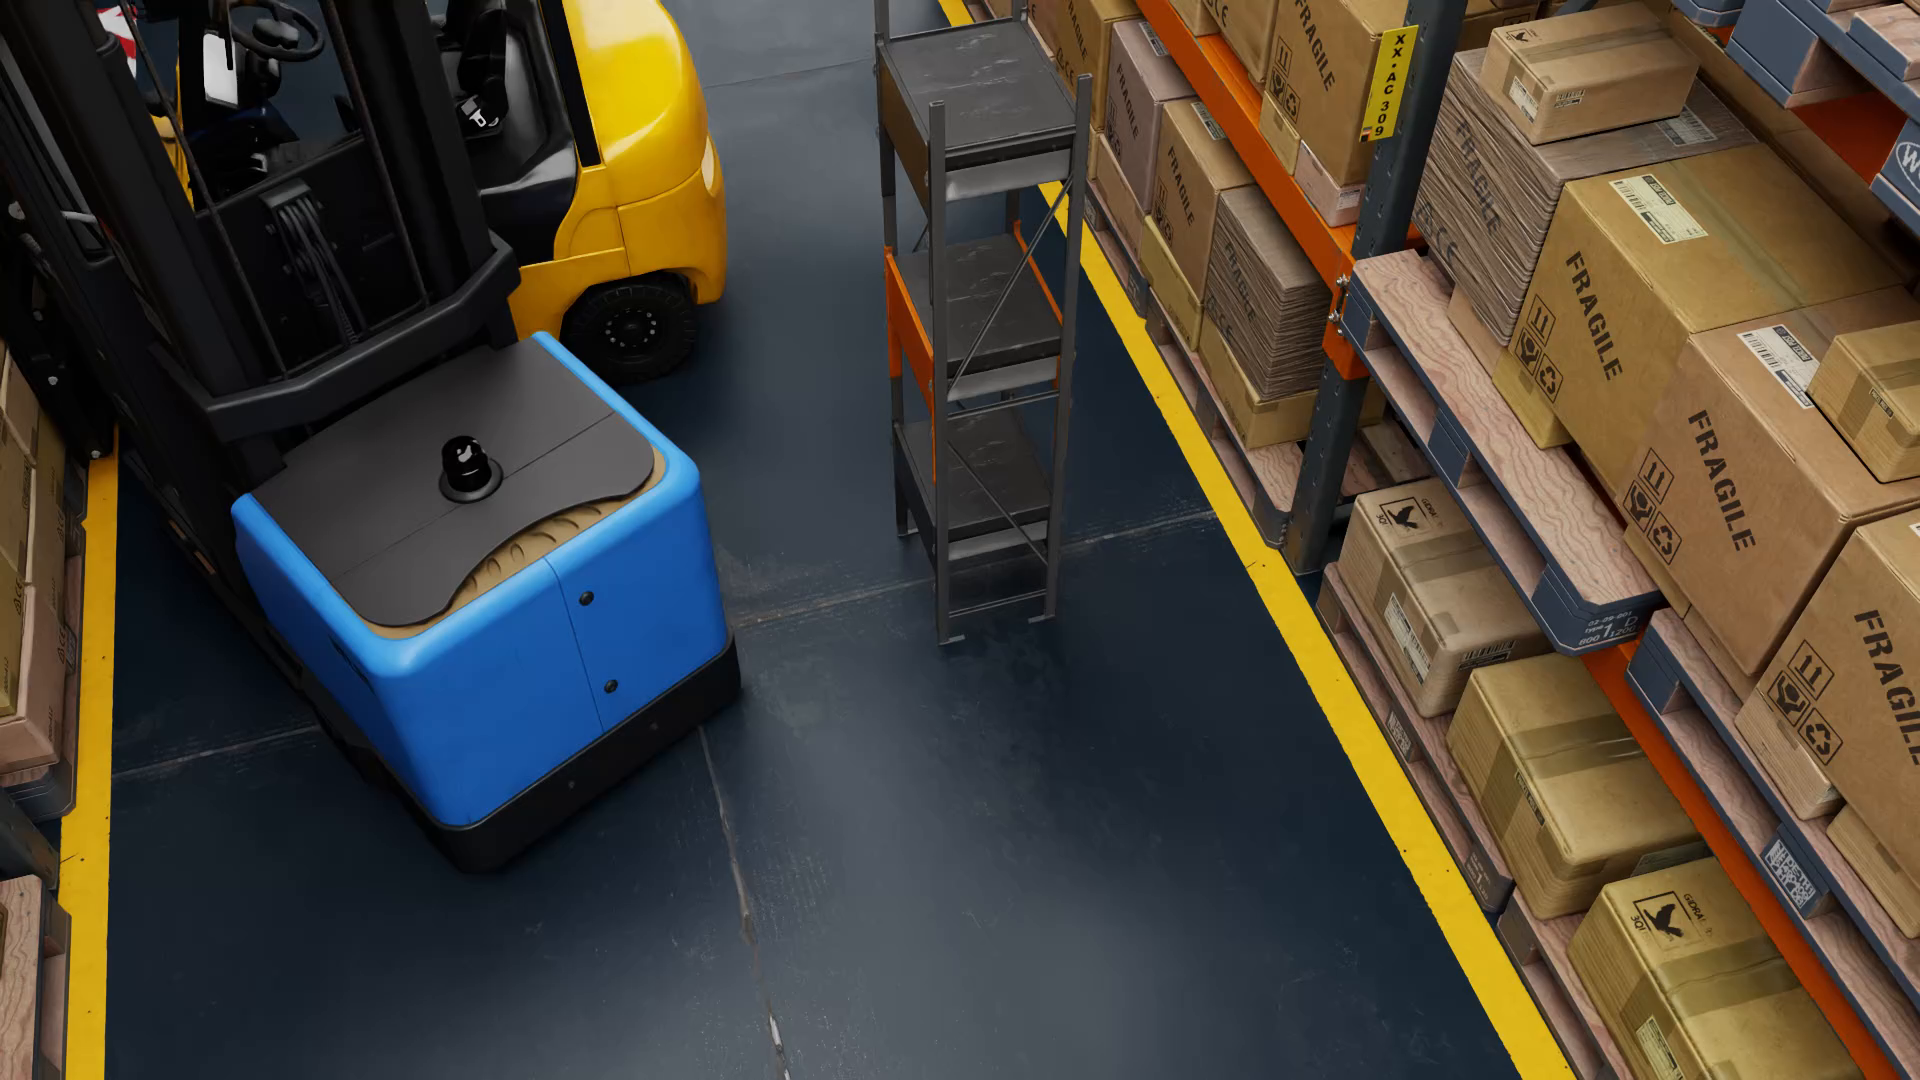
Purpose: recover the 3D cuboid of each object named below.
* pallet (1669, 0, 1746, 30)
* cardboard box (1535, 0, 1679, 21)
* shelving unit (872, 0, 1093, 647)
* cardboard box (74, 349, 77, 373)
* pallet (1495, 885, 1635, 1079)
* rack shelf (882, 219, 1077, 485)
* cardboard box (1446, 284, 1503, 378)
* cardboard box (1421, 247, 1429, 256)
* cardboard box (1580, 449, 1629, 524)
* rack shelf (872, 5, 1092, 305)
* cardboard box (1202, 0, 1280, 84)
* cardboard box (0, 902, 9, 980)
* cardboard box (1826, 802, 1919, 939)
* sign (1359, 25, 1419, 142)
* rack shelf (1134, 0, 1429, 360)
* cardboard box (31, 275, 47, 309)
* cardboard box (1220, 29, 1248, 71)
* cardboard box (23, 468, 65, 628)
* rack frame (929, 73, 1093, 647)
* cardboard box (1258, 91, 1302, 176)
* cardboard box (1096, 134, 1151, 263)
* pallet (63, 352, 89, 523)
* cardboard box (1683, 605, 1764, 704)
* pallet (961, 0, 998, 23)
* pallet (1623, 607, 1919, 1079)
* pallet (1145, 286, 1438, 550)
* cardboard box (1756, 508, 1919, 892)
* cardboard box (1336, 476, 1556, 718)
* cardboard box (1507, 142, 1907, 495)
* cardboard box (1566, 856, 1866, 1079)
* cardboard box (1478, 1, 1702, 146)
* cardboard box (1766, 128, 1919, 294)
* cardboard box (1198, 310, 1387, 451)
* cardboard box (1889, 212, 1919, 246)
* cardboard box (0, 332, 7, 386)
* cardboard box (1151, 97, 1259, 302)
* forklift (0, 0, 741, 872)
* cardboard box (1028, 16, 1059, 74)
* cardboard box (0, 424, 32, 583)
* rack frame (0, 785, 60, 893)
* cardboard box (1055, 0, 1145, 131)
[{"bbox_3d":[1.678,-1.426,3.151,1.213,0.211,1.003,-13,51,-11],"label":"pallet"},{"bbox_3d":[1.734,-1.507,4.799,0.500,0.500,0.500,-13,51,-11],"label":"cardboard box"},{"bbox_3d":[0.049,-0.556,4.845,0.431,2.100,0.503,-13,51,-11],"label":"shelving unit"},{"bbox_3d":[-3.433,-0.662,5.870,0.500,0.250,0.500,-12,51,-10],"label":"cardboard box"},{"bbox_3d":[2.194,1.365,4.461,1.003,0.211,1.213,-13,51,-11],"label":"pallet"},{"bbox_3d":[0.049,-0.547,4.856,0.431,0.518,0.480,-13,51,-11],"label":"rack shelf"},{"bbox_3d":[1.459,-0.574,4.162,0.380,0.149,0.250,-13,51,-10],"label":"cardboard box"},{"bbox_3d":[1.681,-0.978,5.645,0.500,0.500,0.500,-11,51,-9],"label":"cardboard box"},{"bbox_3d":[1.681,-0.200,3.846,0.380,0.149,0.250,-10,51,-9],"label":"cardboard box"},{"bbox_3d":[0.049,-0.998,4.321,0.431,0.518,0.480,-13,51,-11],"label":"rack shelf"},{"bbox_3d":[1.070,-1.766,5.017,0.500,0.500,0.500,-12,51,-10],"label":"cardboard box"},{"bbox_3d":[-2.978,1.139,4.107,0.875,0.625,0.625,-11,51,-9],"label":"cardboard box"},{"bbox_3d":[1.925,0.572,3.195,0.380,0.149,0.250,-15,51,-12],"label":"cardboard box"},{"bbox_3d":[1.081,-1.146,4.188,0.100,0.325,0.005,-13,51,-11],"label":"sign"},{"bbox_3d":[1.006,-2.224,6.133,1.077,0.370,4.000,-13,51,-11],"label":"rack shelf"},{"bbox_3d":[-3.428,-0.809,5.667,0.500,0.250,0.500,-13,51,-11],"label":"cardboard box"},{"bbox_3d":[1.068,-1.653,5.346,0.380,0.149,0.250,-14,51,-11],"label":"cardboard box"},{"bbox_3d":[-3.135,0.086,5.240,0.500,0.250,0.500,-14,51,-12],"label":"cardboard box"},{"bbox_3d":[0.121,-0.378,4.695,0.400,2.100,0.015,-13,51,-11],"label":"rack frame"},{"bbox_3d":[1.131,-1.260,5.015,0.380,0.149,0.250,-12,51,-10],"label":"cardboard box"},{"bbox_3d":[0.853,-1.374,6.470,0.500,0.250,0.500,-13,51,-10],"label":"cardboard box"},{"bbox_3d":[-3.703,-0.454,5.995,1.003,0.211,1.213,-13,51,-11],"label":"pallet"},{"bbox_3d":[1.789,0.178,3.527,0.380,0.149,0.250,-13,51,-11],"label":"cardboard box"},{"bbox_3d":[0.643,-2.361,7.602,1.003,0.211,1.213,-13,51,-11],"label":"pallet"},{"bbox_3d":[2.156,0.552,3.448,1.003,0.211,1.213,-13,51,-11],"label":"pallet"},{"bbox_3d":[1.365,-0.579,6.100,1.003,0.211,1.213,-13,51,-11],"label":"pallet"},{"bbox_3d":[1.906,0.252,3.041,0.500,0.500,0.500,-15,52,-12],"label":"cardboard box"},{"bbox_3d":[1.755,0.099,5.148,0.950,0.372,0.625,-13,51,-11],"label":"cardboard box"},{"bbox_3d":[1.611,-0.485,3.663,0.500,0.500,0.500,-13,51,-11],"label":"cardboard box"},{"bbox_3d":[2.178,1.131,4.279,0.950,0.372,0.625,-12,51,-10],"label":"cardboard box"},{"bbox_3d":[1.399,-1.044,3.709,0.380,0.149,0.250,-14,51,-11],"label":"cardboard box"},{"bbox_3d":[2.101,-0.611,3.769,0.500,0.500,0.500,-13,51,-11],"label":"cardboard box"},{"bbox_3d":[1.166,-0.615,5.830,0.500,0.250,0.500,-11,51,-9],"label":"cardboard box"},{"bbox_3d":[2.166,-0.681,3.403,0.380,0.149,0.250,-15,51,-12],"label":"cardboard box"},{"bbox_3d":[-3.286,-0.602,5.165,0.500,0.250,0.500,-12,51,-10],"label":"cardboard box"},{"bbox_3d":[1.014,-1.228,5.857,0.500,0.500,0.500,-12,51,-10],"label":"cardboard box"},{"bbox_3d":[-2.069,-1.015,4.689,1.130,2.935,3.031,-36,58,-26],"label":"forklift"},{"bbox_3d":[0.533,-2.139,7.115,0.500,0.250,0.500,-12,51,-10],"label":"cardboard box"},{"bbox_3d":[-3.142,-0.071,5.044,0.500,0.250,0.500,-14,51,-11],"label":"cardboard box"},{"bbox_3d":[-3.143,0.130,3.678,1.000,3.000,0.127,-13,51,-11],"label":"rack frame"},{"bbox_3d":[0.696,-1.989,6.498,0.500,0.500,0.500,-12,51,-10],"label":"cardboard box"}]
